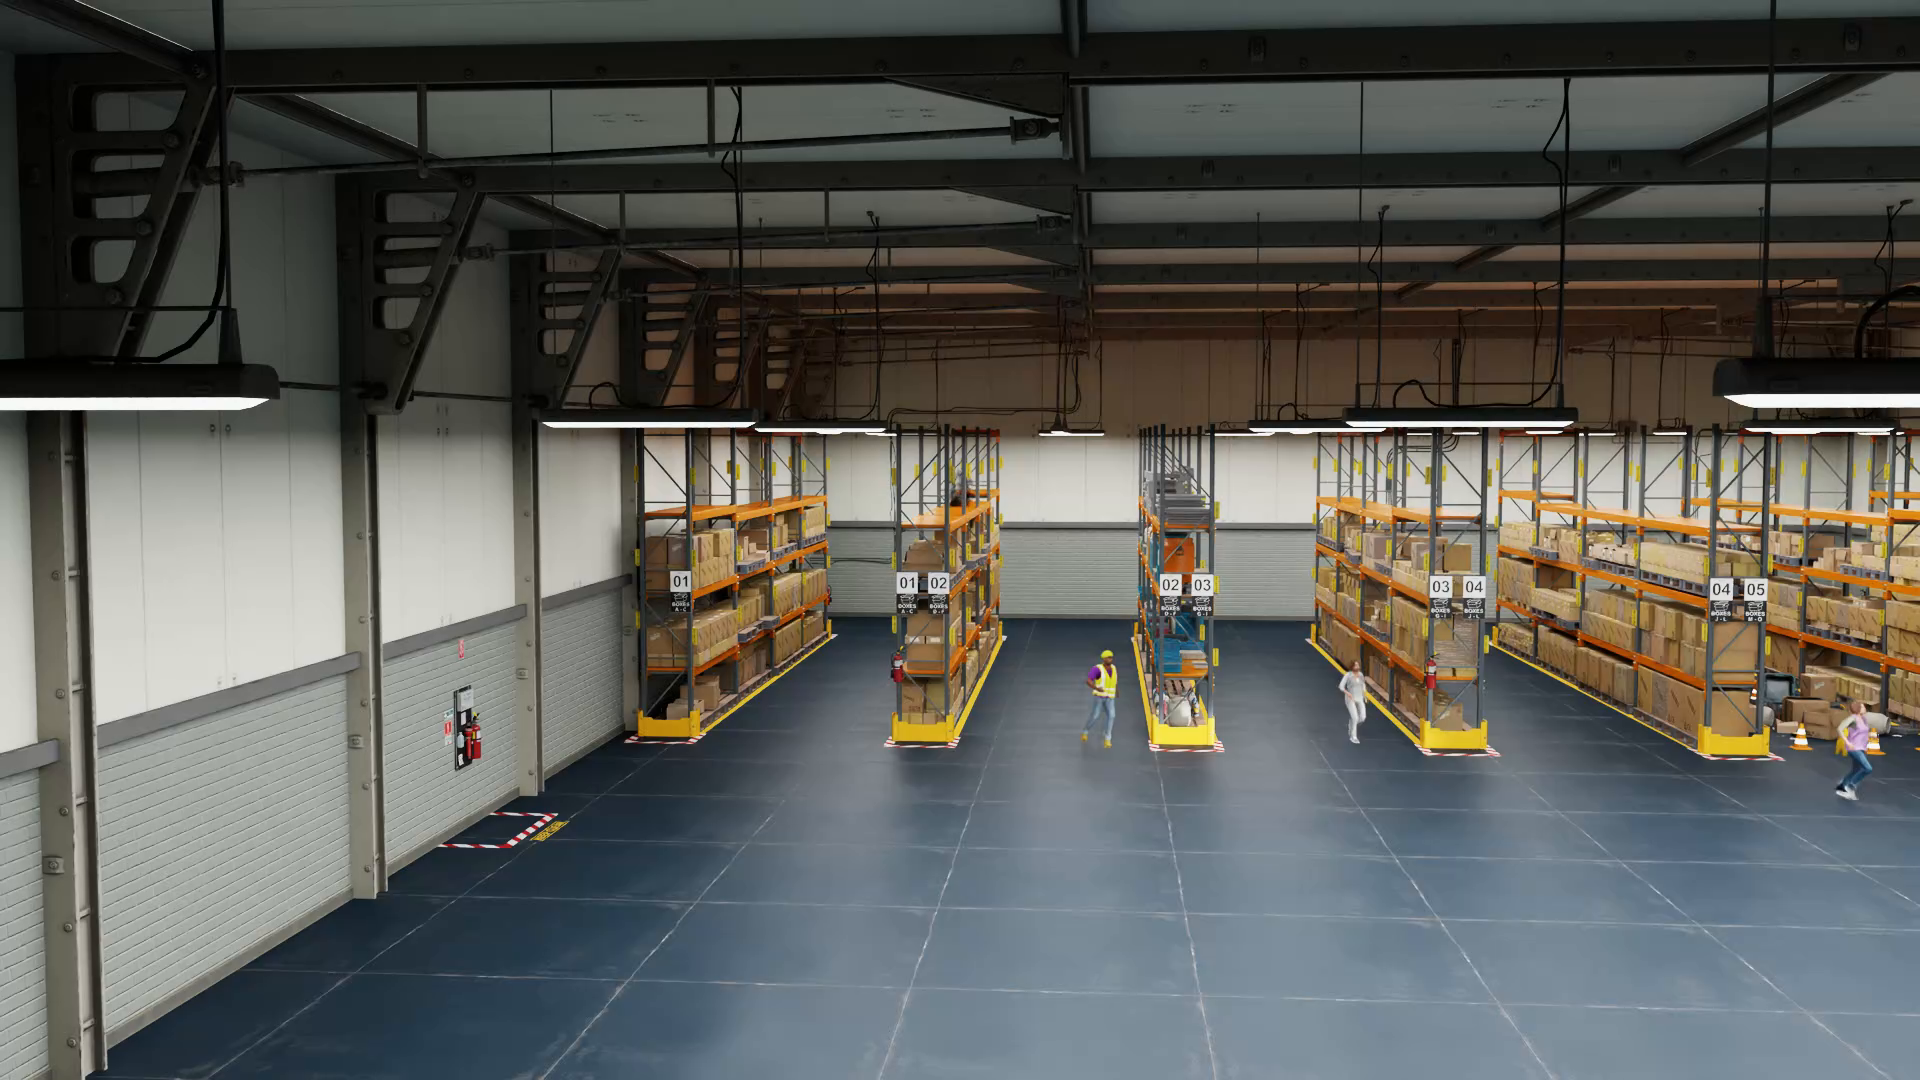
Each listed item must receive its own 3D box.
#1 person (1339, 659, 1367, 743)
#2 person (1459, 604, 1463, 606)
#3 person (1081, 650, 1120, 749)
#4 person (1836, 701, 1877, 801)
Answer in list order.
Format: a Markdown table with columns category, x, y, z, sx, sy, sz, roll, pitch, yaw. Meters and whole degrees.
| category | x | y | z | sx | sy | sz | roll | pitch | yaw |
| --- | --- | --- | --- | --- | --- | --- | --- | --- | --- |
| person | 7.416 | 3.035 | 31.415 | 0.560 | 1.565 | 0.539 | -1 | 4 | -17 |
| person | 13.445 | 2.264 | 44.253 | 0.649 | 1.605 | 0.942 | 0 | 4 | 8 |
| person | 2.709 | 2.957 | 31.106 | 0.758 | 1.785 | 0.835 | -1 | 4 | -23 |
| person | 14.152 | 3.330 | 26.246 | 0.593 | 1.565 | 0.557 | -3 | 4 | -38 |
